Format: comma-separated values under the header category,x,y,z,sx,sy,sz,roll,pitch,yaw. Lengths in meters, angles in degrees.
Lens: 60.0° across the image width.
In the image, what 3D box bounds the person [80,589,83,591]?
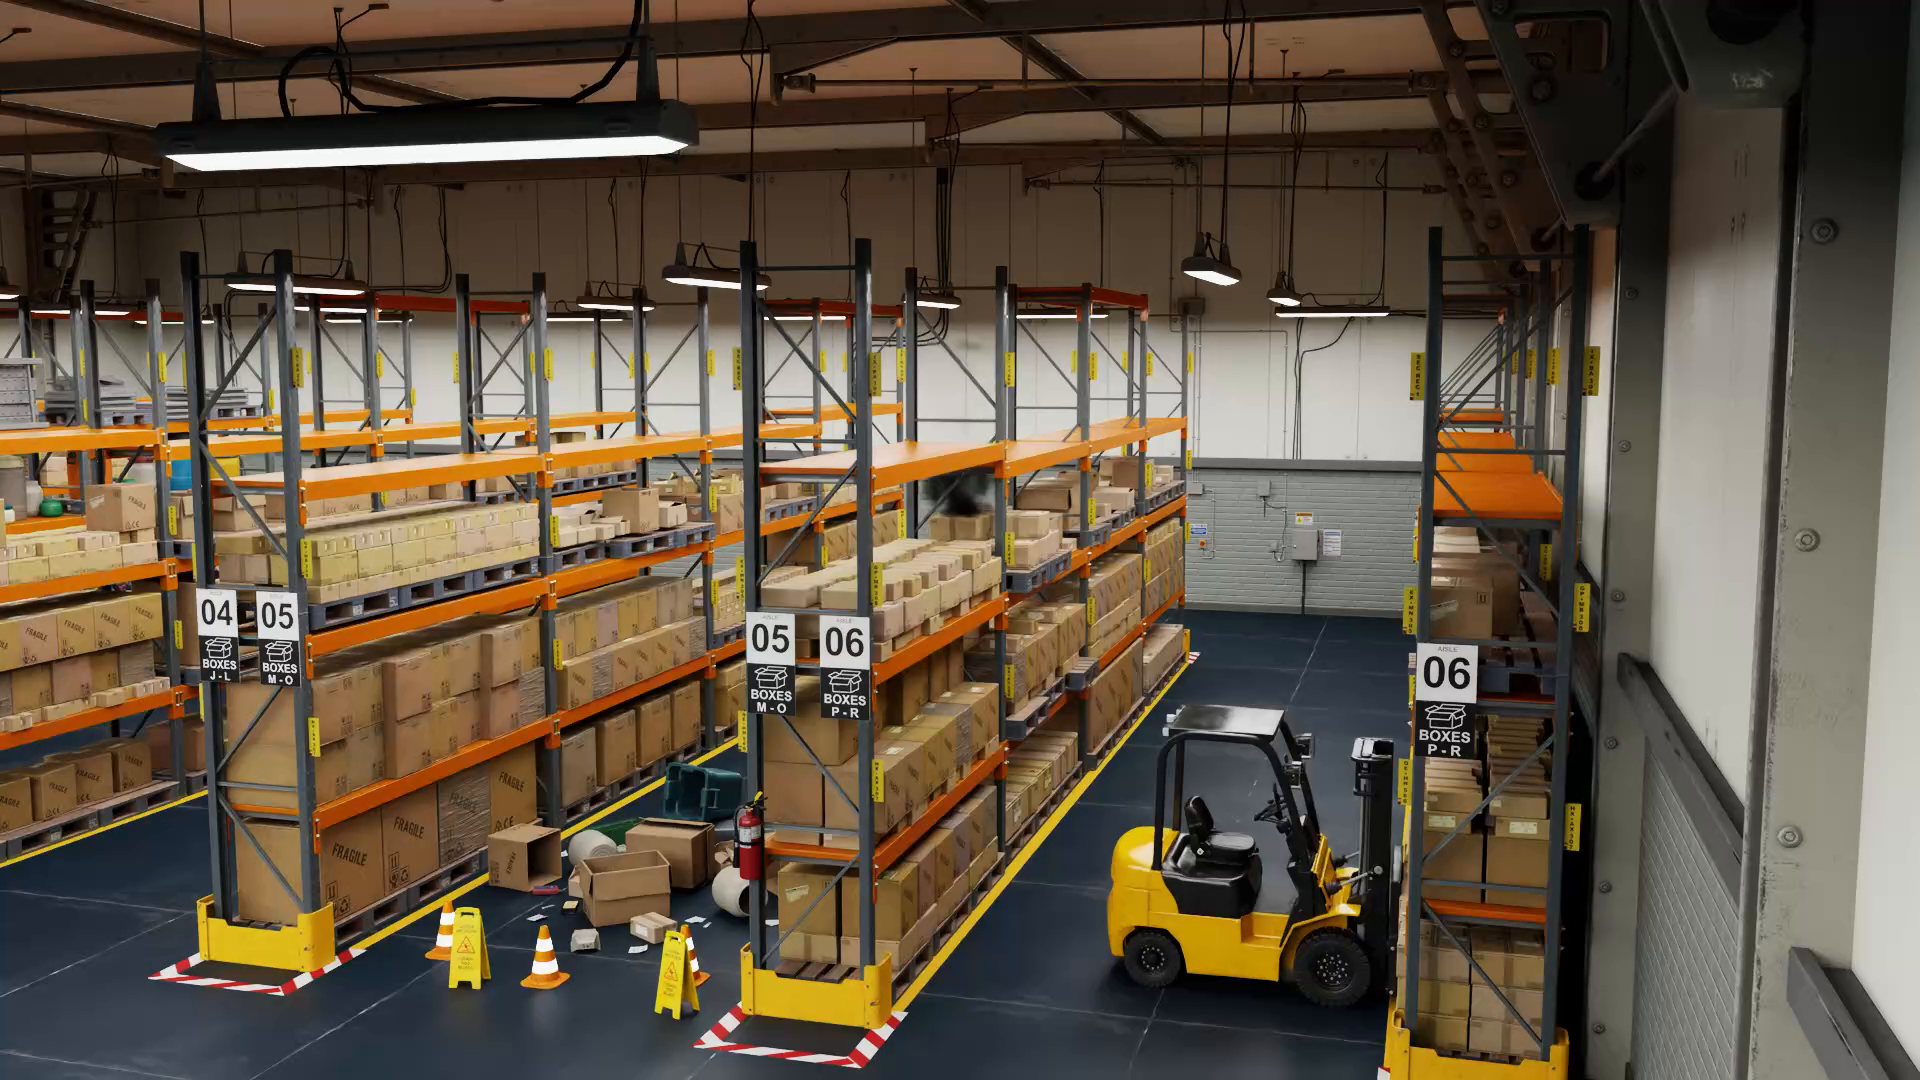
category,x,y,z,sx,sy,sz,roll,pitch,yaw
person,-15.087,1.191,27.822,0.678,1.748,0.917,1,6,8
